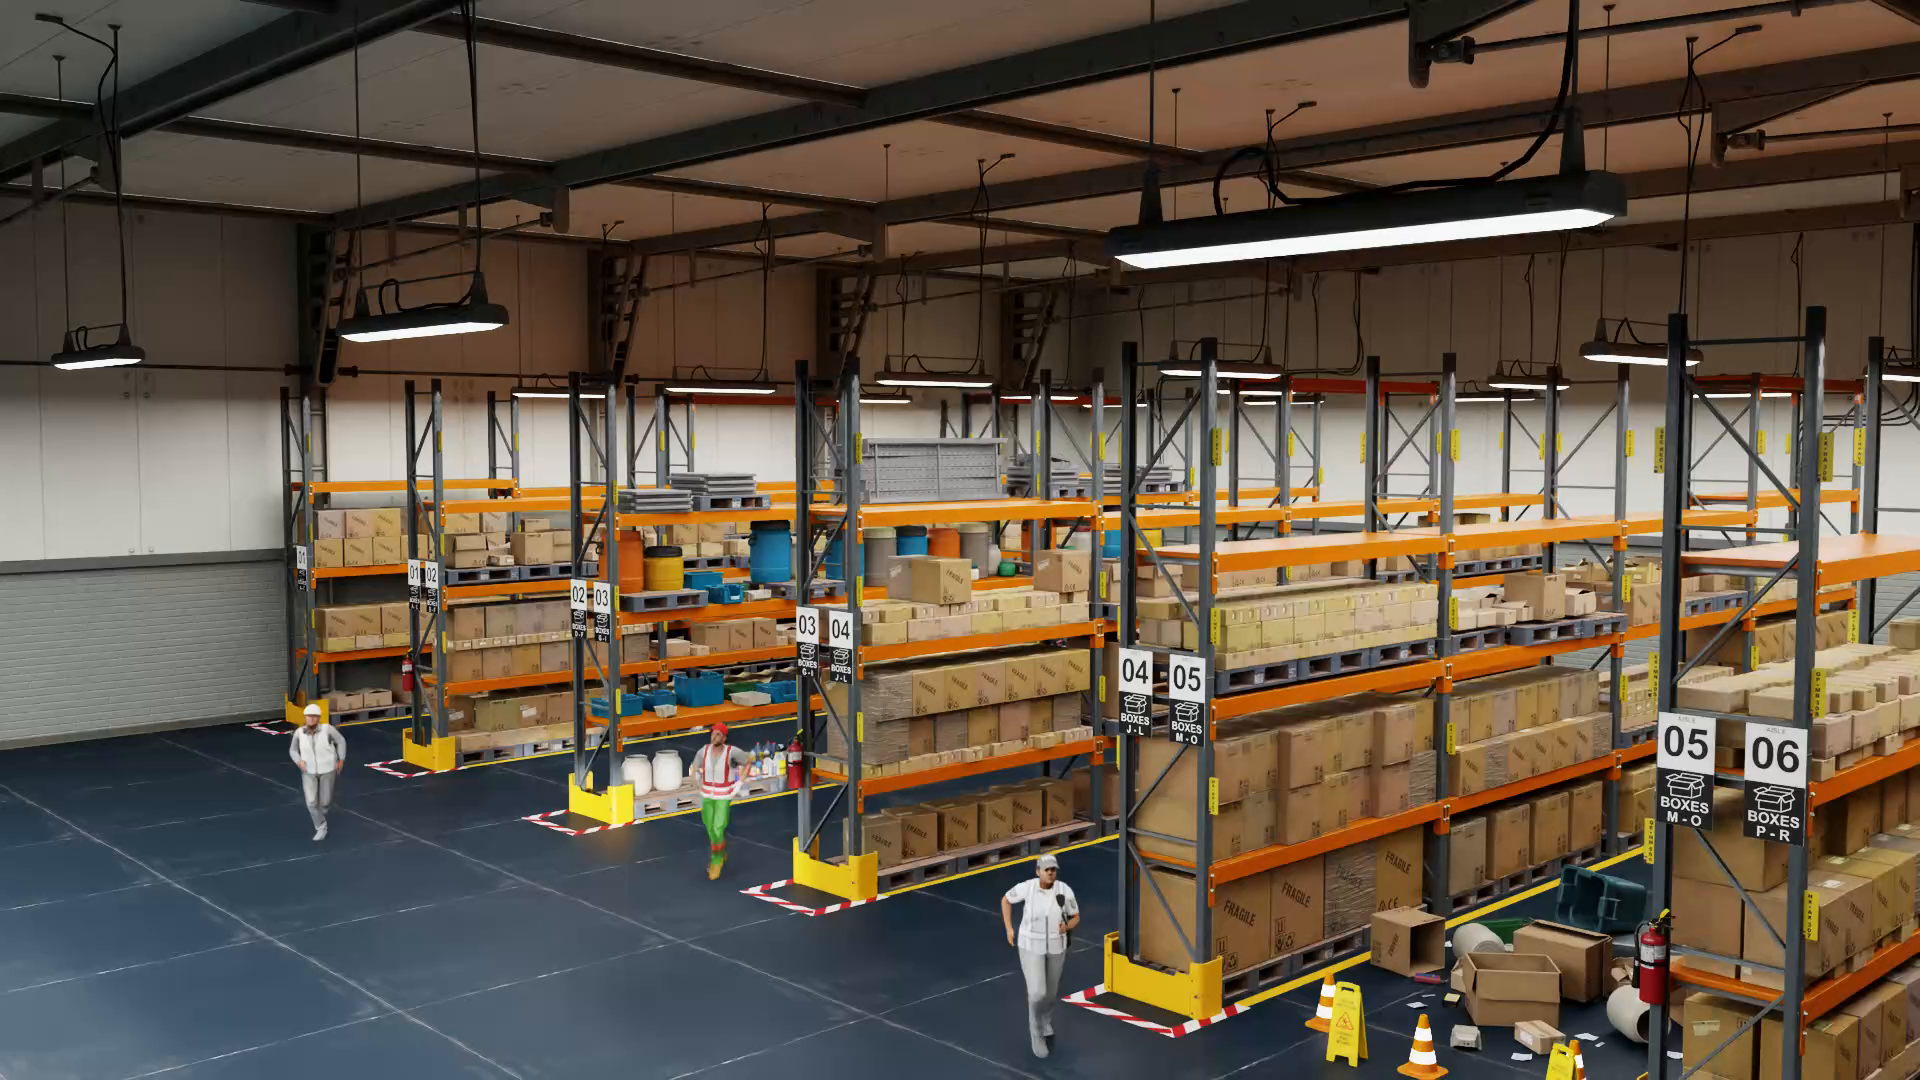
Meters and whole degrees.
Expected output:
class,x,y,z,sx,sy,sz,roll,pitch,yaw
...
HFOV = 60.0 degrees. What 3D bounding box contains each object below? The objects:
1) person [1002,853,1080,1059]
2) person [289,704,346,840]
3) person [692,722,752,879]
class,x,y,z,sx,sy,sz,roll,pitch,yaw
person,0.687,3.449,13.941,0.614,1.686,0.800,-1,4,-10
person,-8.259,2.955,21.398,0.688,1.736,0.703,-1,4,-15
person,-2.824,3.044,19.431,0.666,1.846,0.693,1,4,17
